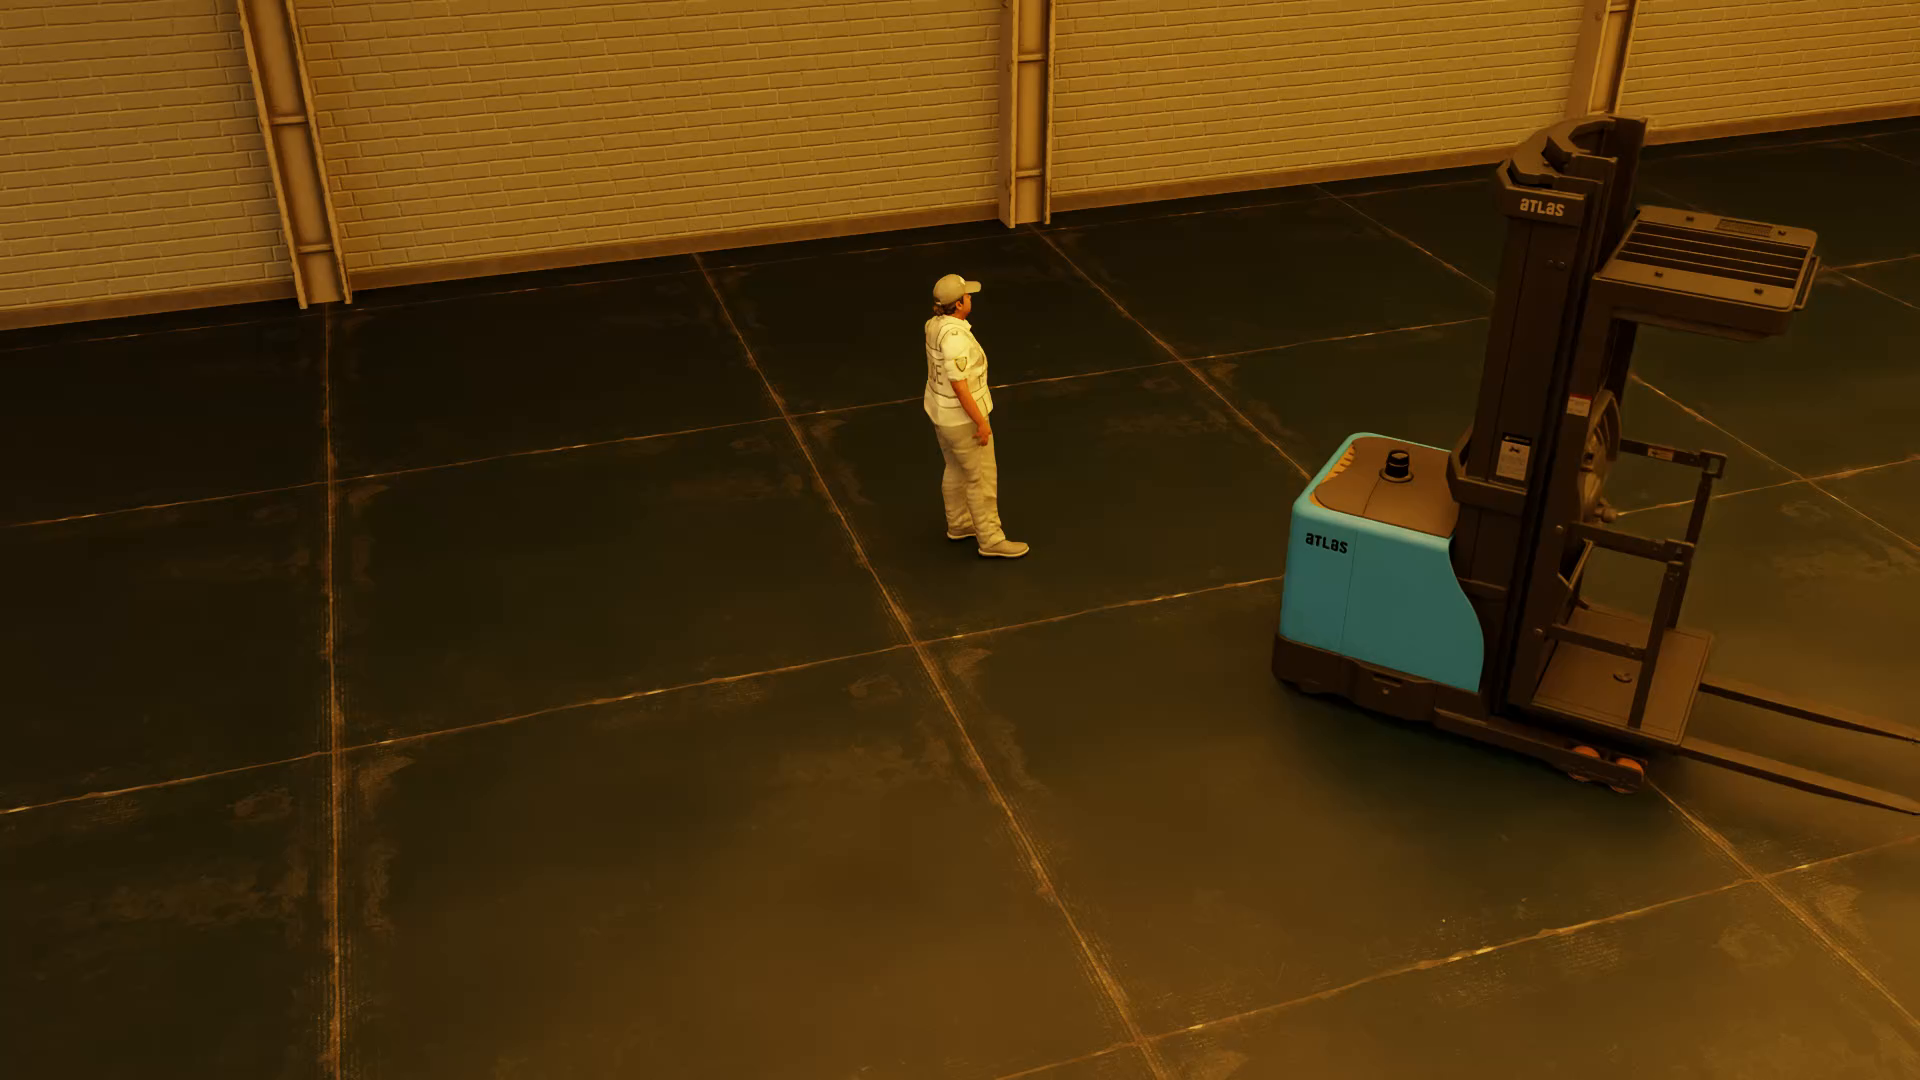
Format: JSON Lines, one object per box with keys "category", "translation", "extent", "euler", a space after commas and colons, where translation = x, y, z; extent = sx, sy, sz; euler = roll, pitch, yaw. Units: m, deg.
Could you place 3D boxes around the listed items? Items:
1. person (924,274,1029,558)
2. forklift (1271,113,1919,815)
{"category": "person", "translation": [0.080, -0.731, 9.609], "extent": [0.529, 1.670, 0.598], "euler": [-10, 31, -16]}
{"category": "forklift", "translation": [3.169, -0.365, 7.722], "extent": [3.031, 2.935, 1.130], "euler": [16, 33, 25]}
